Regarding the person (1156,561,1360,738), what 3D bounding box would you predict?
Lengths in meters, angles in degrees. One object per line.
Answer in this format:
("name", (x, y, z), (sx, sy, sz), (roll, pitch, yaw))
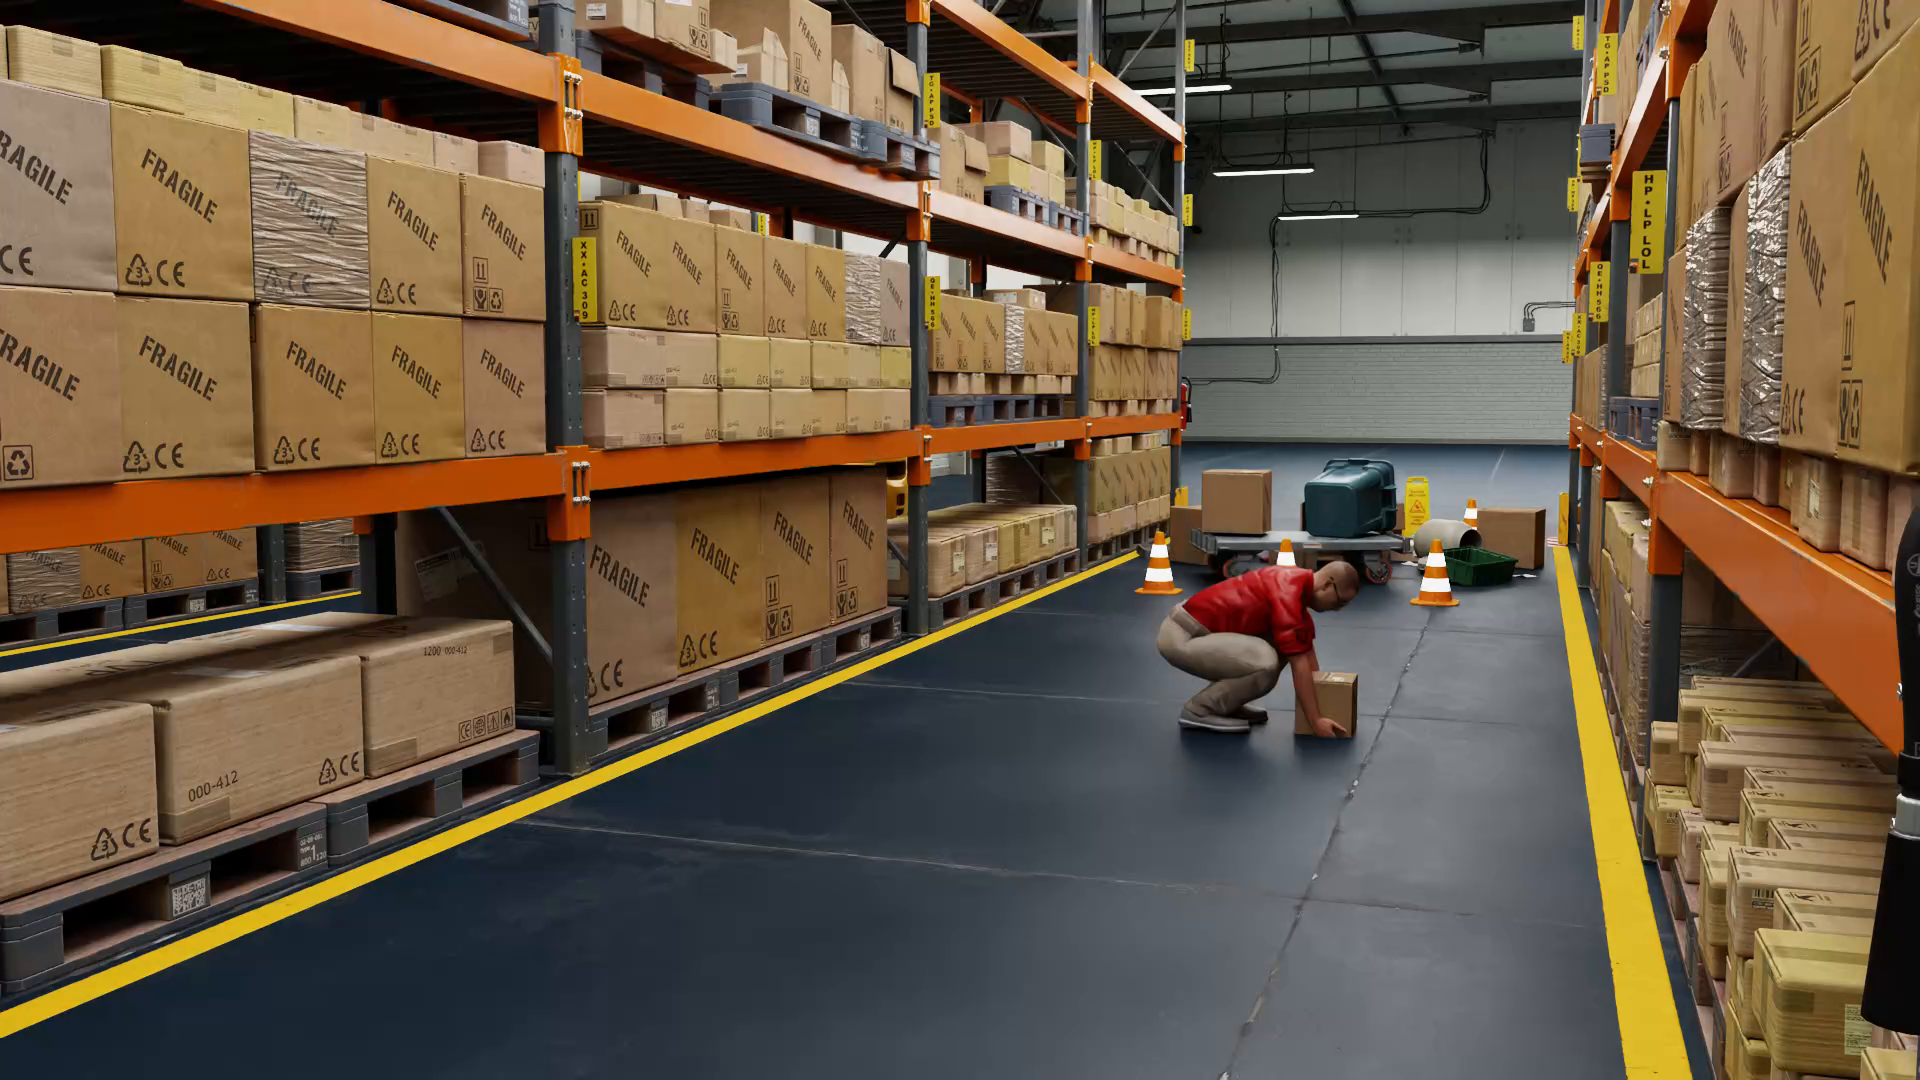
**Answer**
("person", (1.363, 0.518, 7.631), (0.896, 0.854, 0.535), (2, 5, 18))
